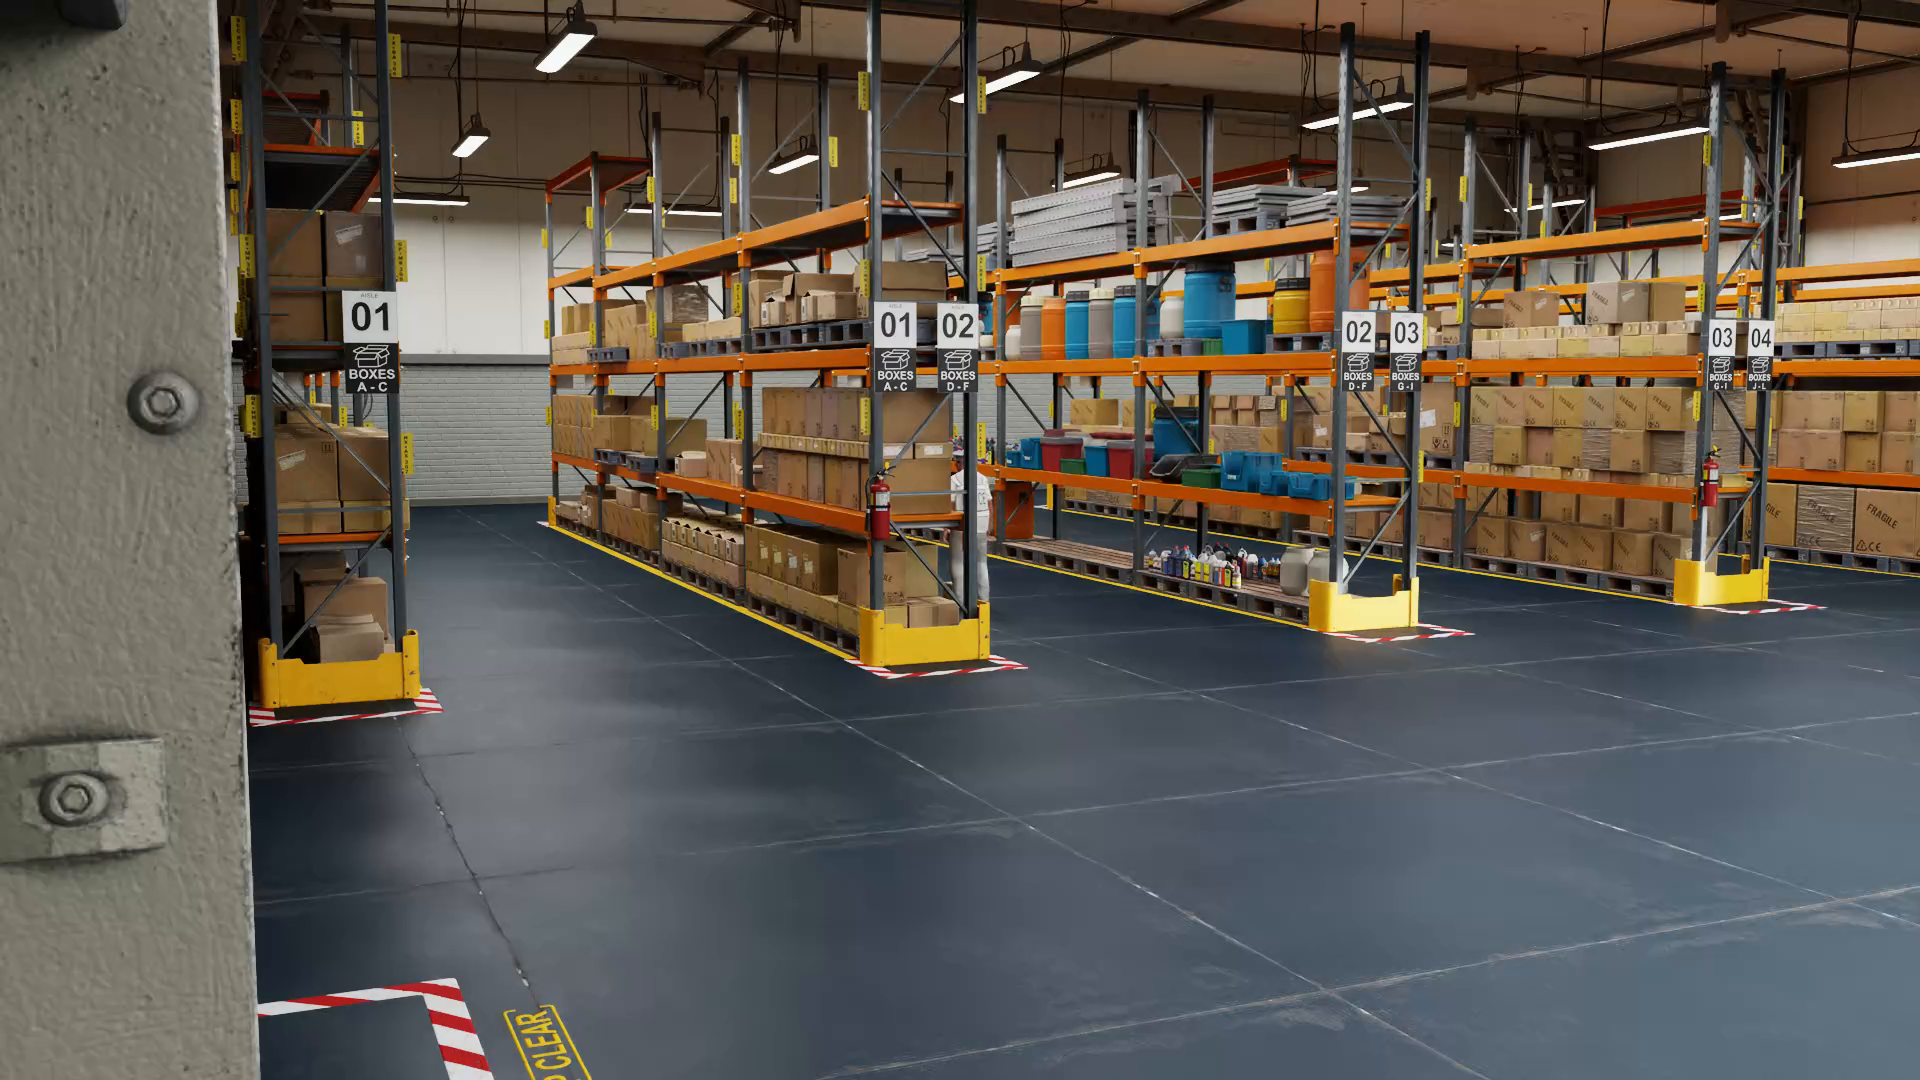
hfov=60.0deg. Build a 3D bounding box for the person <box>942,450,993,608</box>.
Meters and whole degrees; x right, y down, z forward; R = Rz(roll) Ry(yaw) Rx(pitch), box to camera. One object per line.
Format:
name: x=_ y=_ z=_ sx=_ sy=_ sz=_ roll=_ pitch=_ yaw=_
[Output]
person: x=0.091 y=-0.117 z=18.458 sx=0.584 sy=1.748 sz=0.433 roll=-2 pitch=6 yaw=-24
